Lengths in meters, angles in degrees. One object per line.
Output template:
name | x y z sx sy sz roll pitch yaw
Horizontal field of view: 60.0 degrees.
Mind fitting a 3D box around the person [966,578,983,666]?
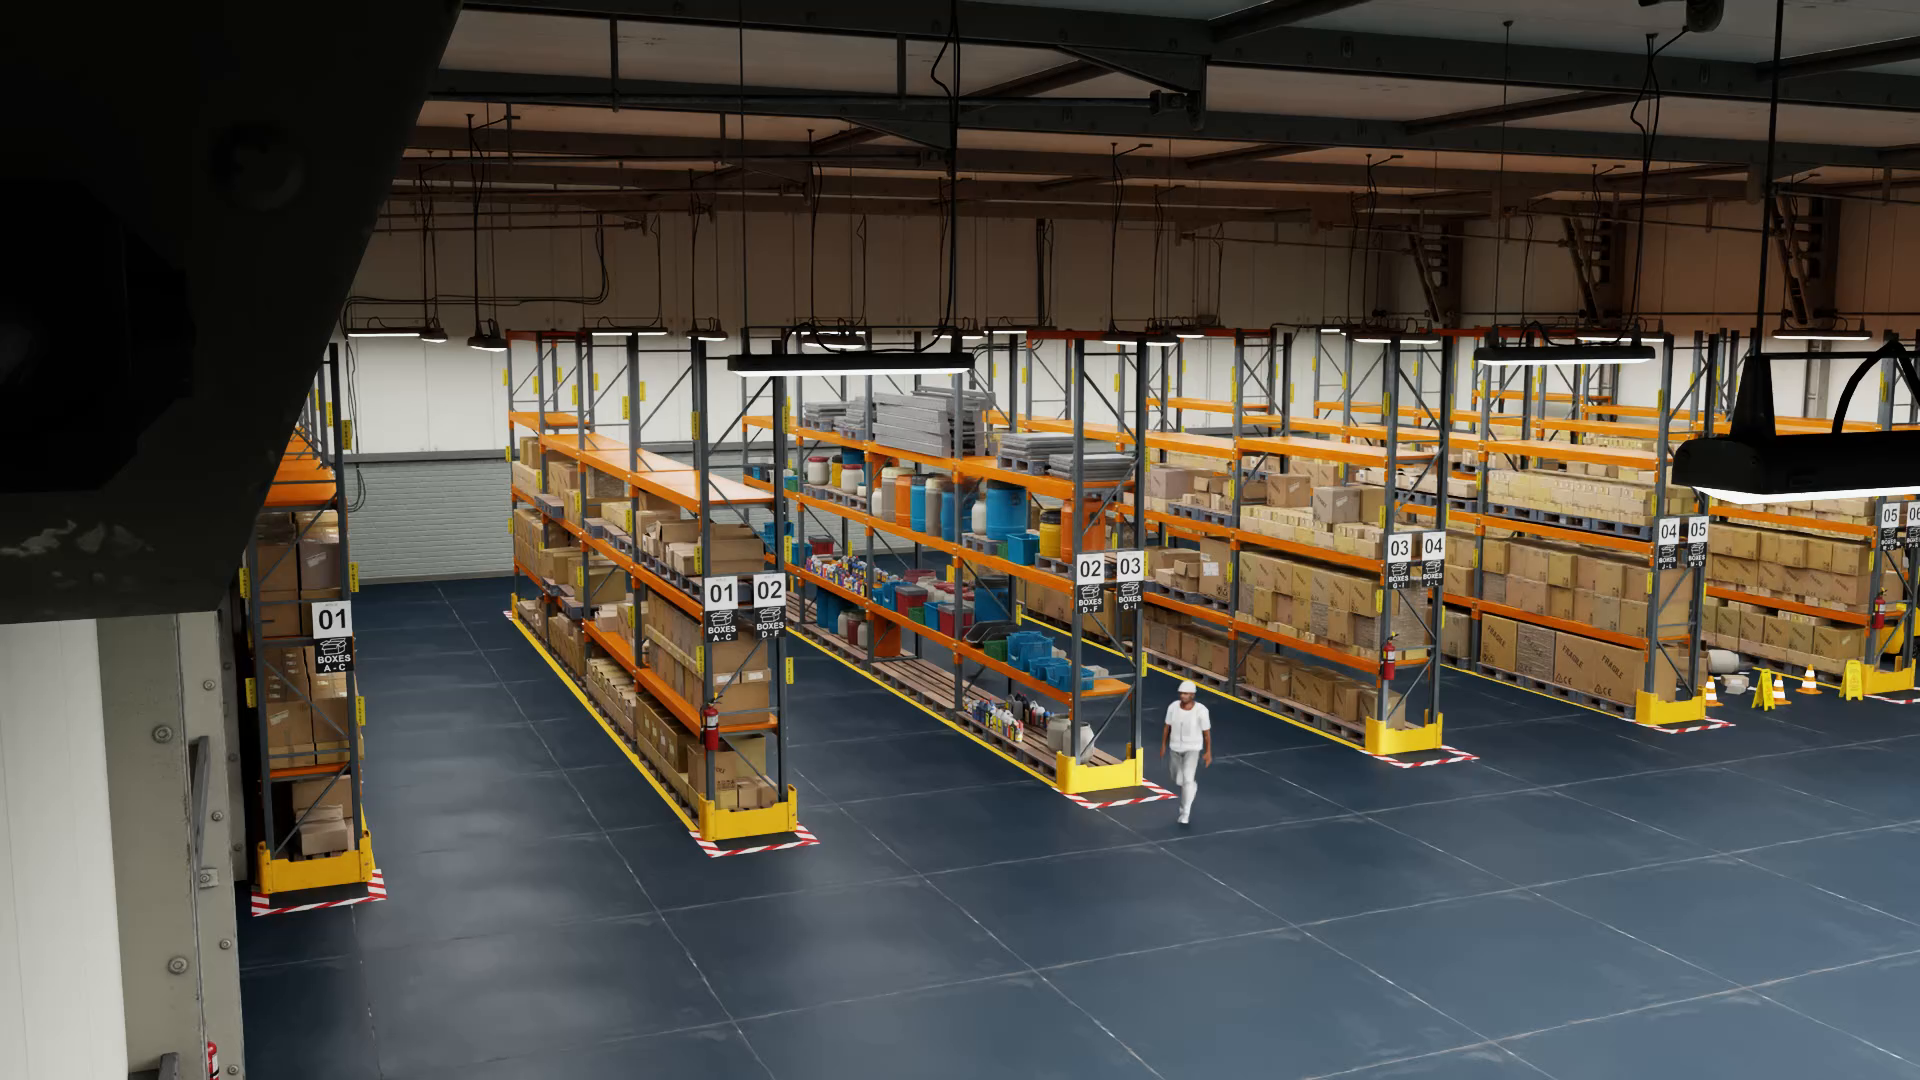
person | 0.302 1.422 29.113 0.527 1.568 0.540 6 10 36

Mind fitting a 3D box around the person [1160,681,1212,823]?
person | 2.852 2.627 20.975 0.631 1.740 0.934 5 9 31

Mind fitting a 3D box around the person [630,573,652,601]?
person | -6.730 0.711 34.985 0.649 1.833 0.533 7 11 44
